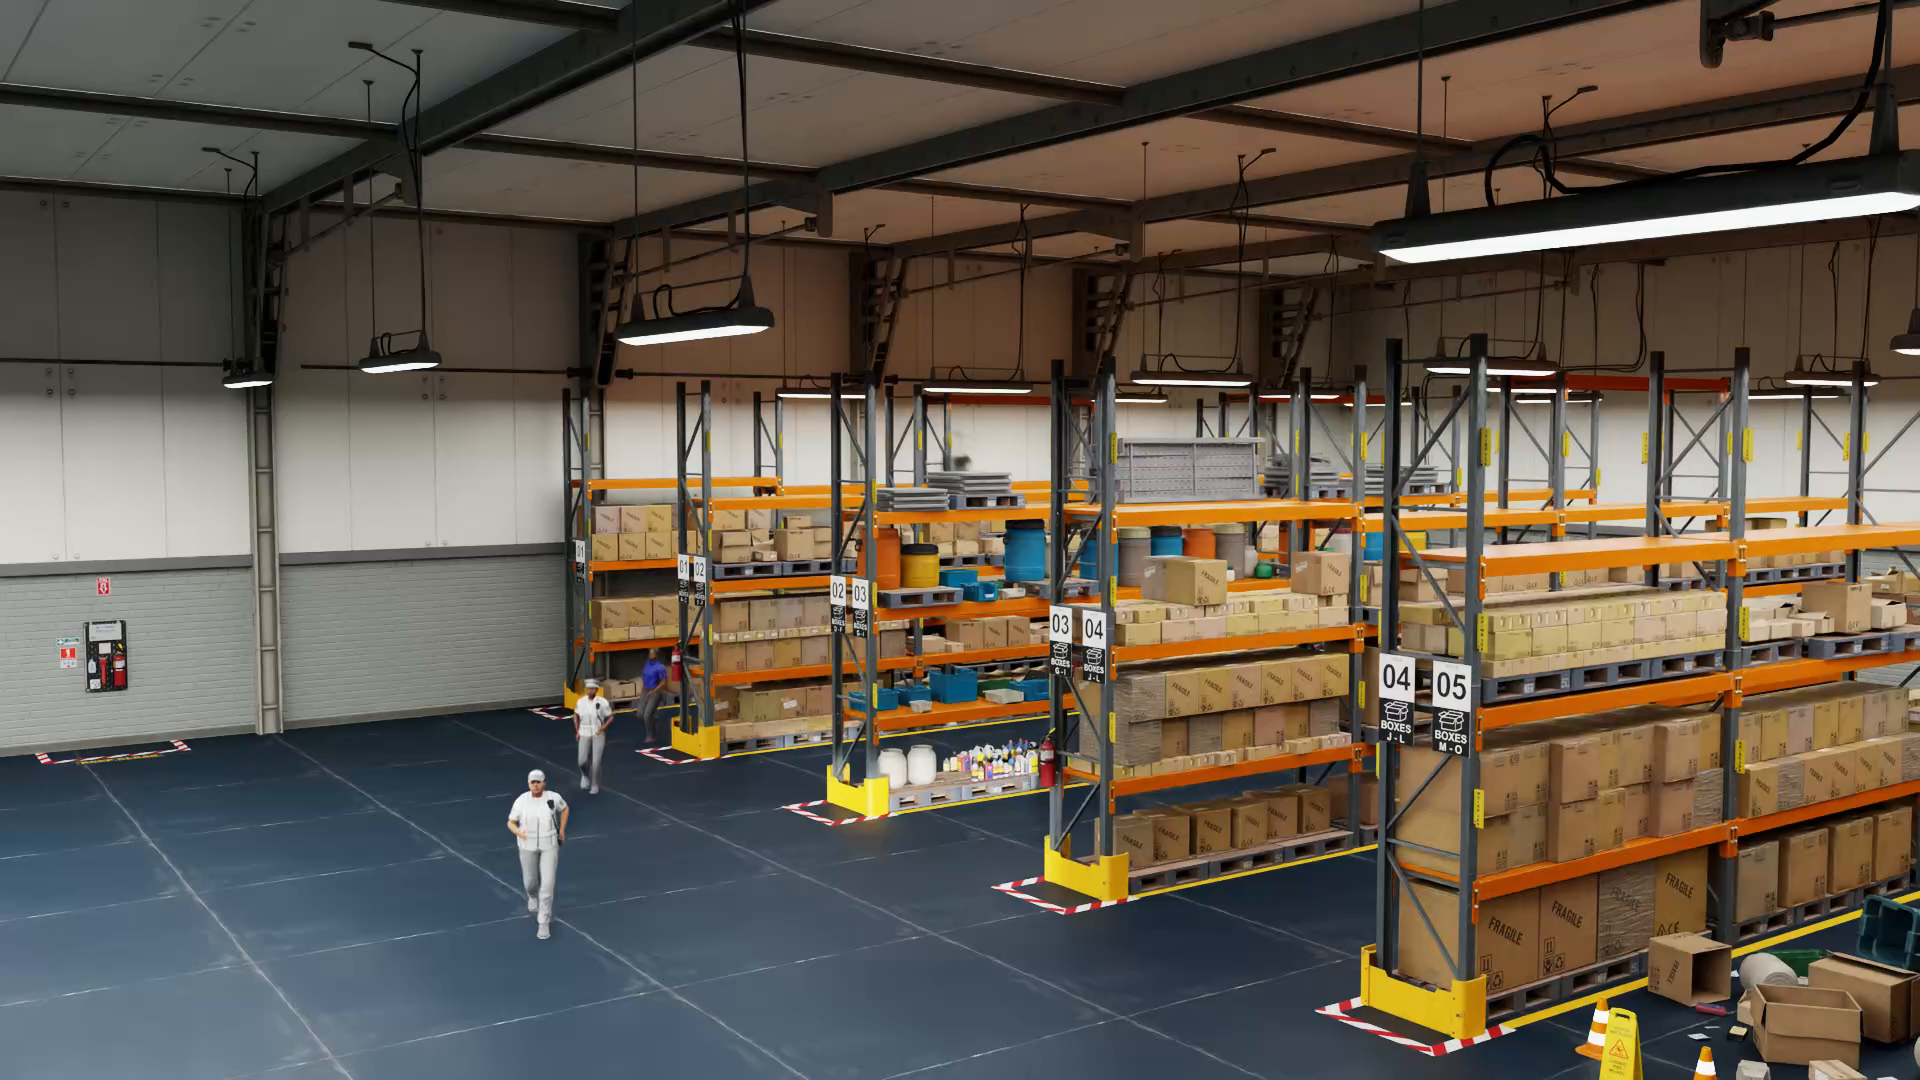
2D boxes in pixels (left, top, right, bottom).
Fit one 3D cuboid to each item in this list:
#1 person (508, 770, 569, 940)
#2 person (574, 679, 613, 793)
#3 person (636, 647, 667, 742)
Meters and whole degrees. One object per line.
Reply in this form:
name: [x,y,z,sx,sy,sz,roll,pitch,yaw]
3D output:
person: [-4.399,3.225,17.367,0.619,1.676,0.931,-1,4,-12]
person: [-5.263,2.808,23.814,0.587,1.666,0.543,0,4,-4]
person: [-5.124,2.613,27.859,0.584,1.632,0.550,2,4,34]
